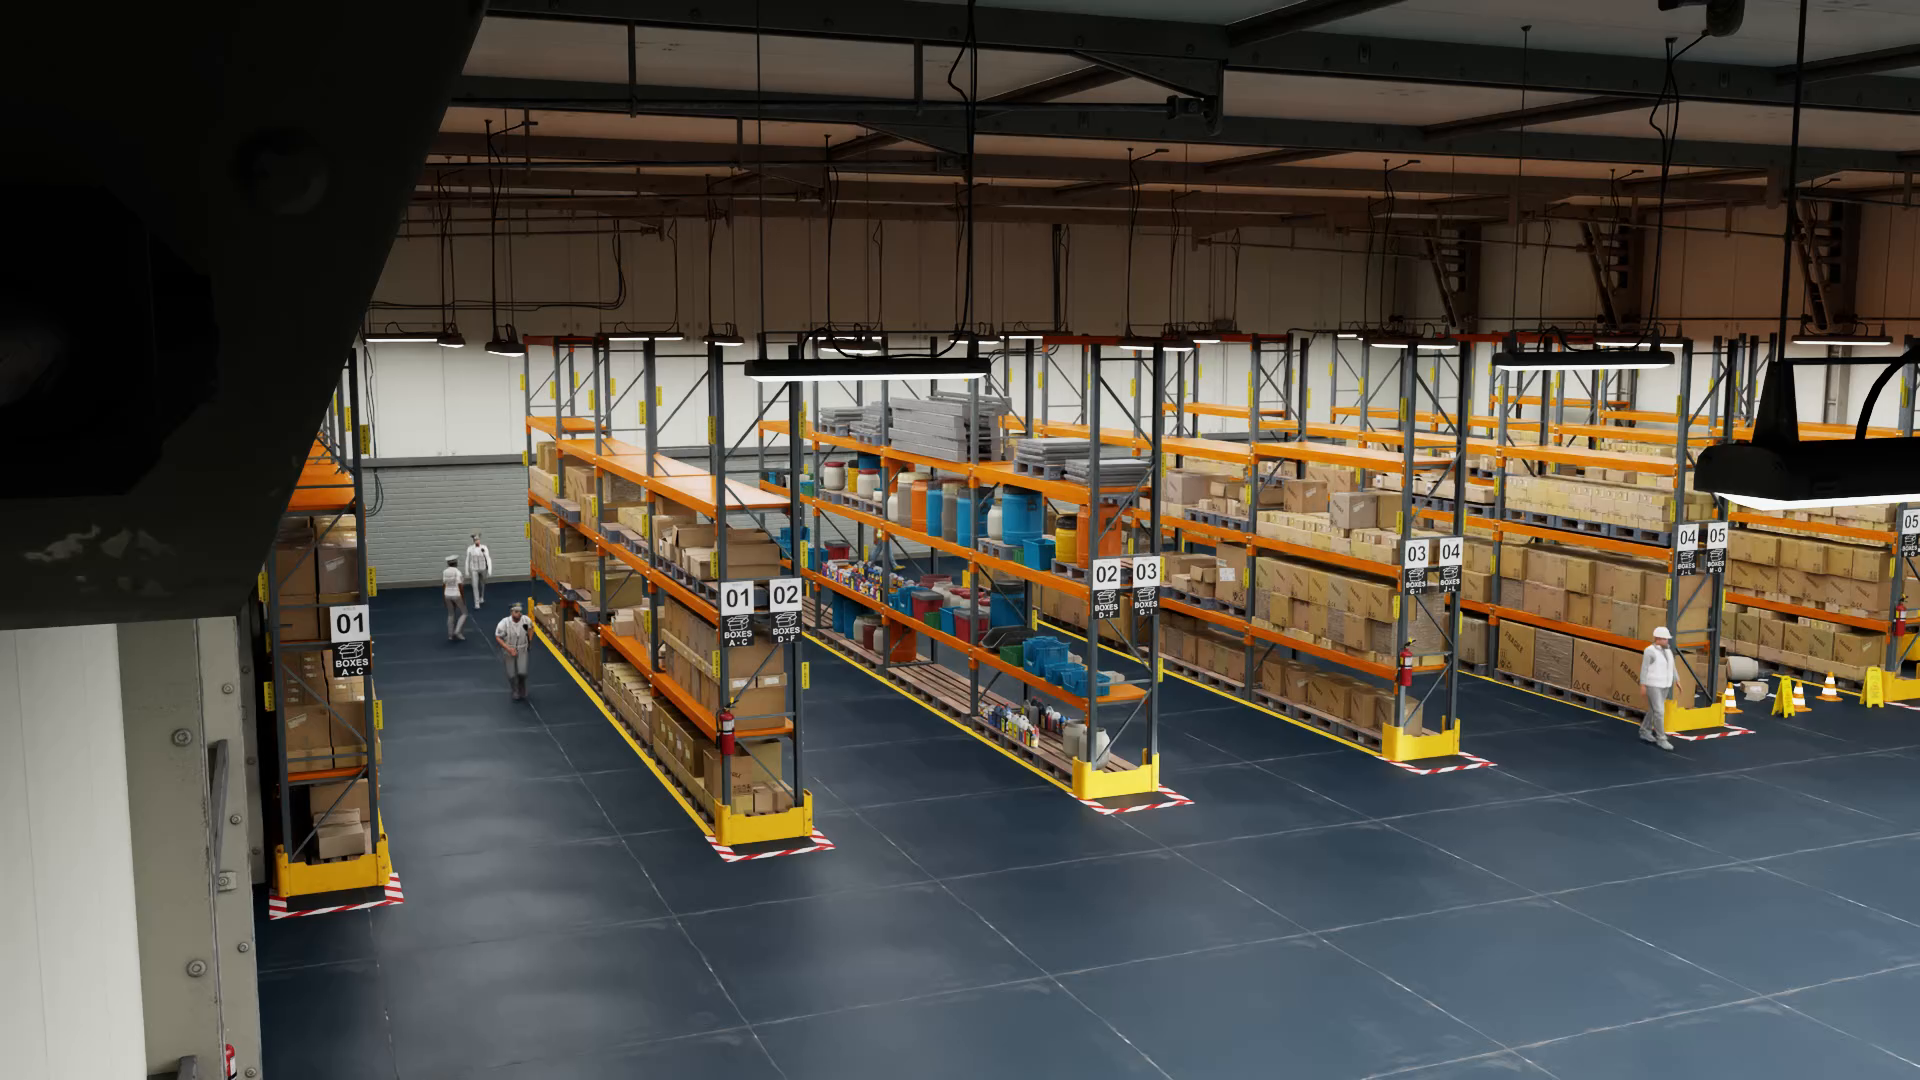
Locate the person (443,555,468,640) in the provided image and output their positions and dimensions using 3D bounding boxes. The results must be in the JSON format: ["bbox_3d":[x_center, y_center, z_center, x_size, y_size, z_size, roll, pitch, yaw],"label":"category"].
[{"bbox_3d":[-9.980,1.145,32.808,0.517,1.679,0.443,3,8,20],"label":"person"}]

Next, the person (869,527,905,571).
[{"bbox_3d":[-1.864,-0.096,41.815,0.994,1.724,0.593,1,8,6],"label":"person"}]

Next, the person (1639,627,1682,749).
[{"bbox_3d":[10.440,2.168,24.706,0.586,1.765,0.711,-4,9,-29],"label":"person"}]

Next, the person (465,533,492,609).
[{"bbox_3d":[-10.578,0.650,36.534,0.554,1.618,1.018,-3,8,-19],"label":"person"}]

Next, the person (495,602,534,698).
[{"bbox_3d":[-7.386,1.833,27.631,0.623,1.687,0.737,-2,8,-13],"label":"person"}]
